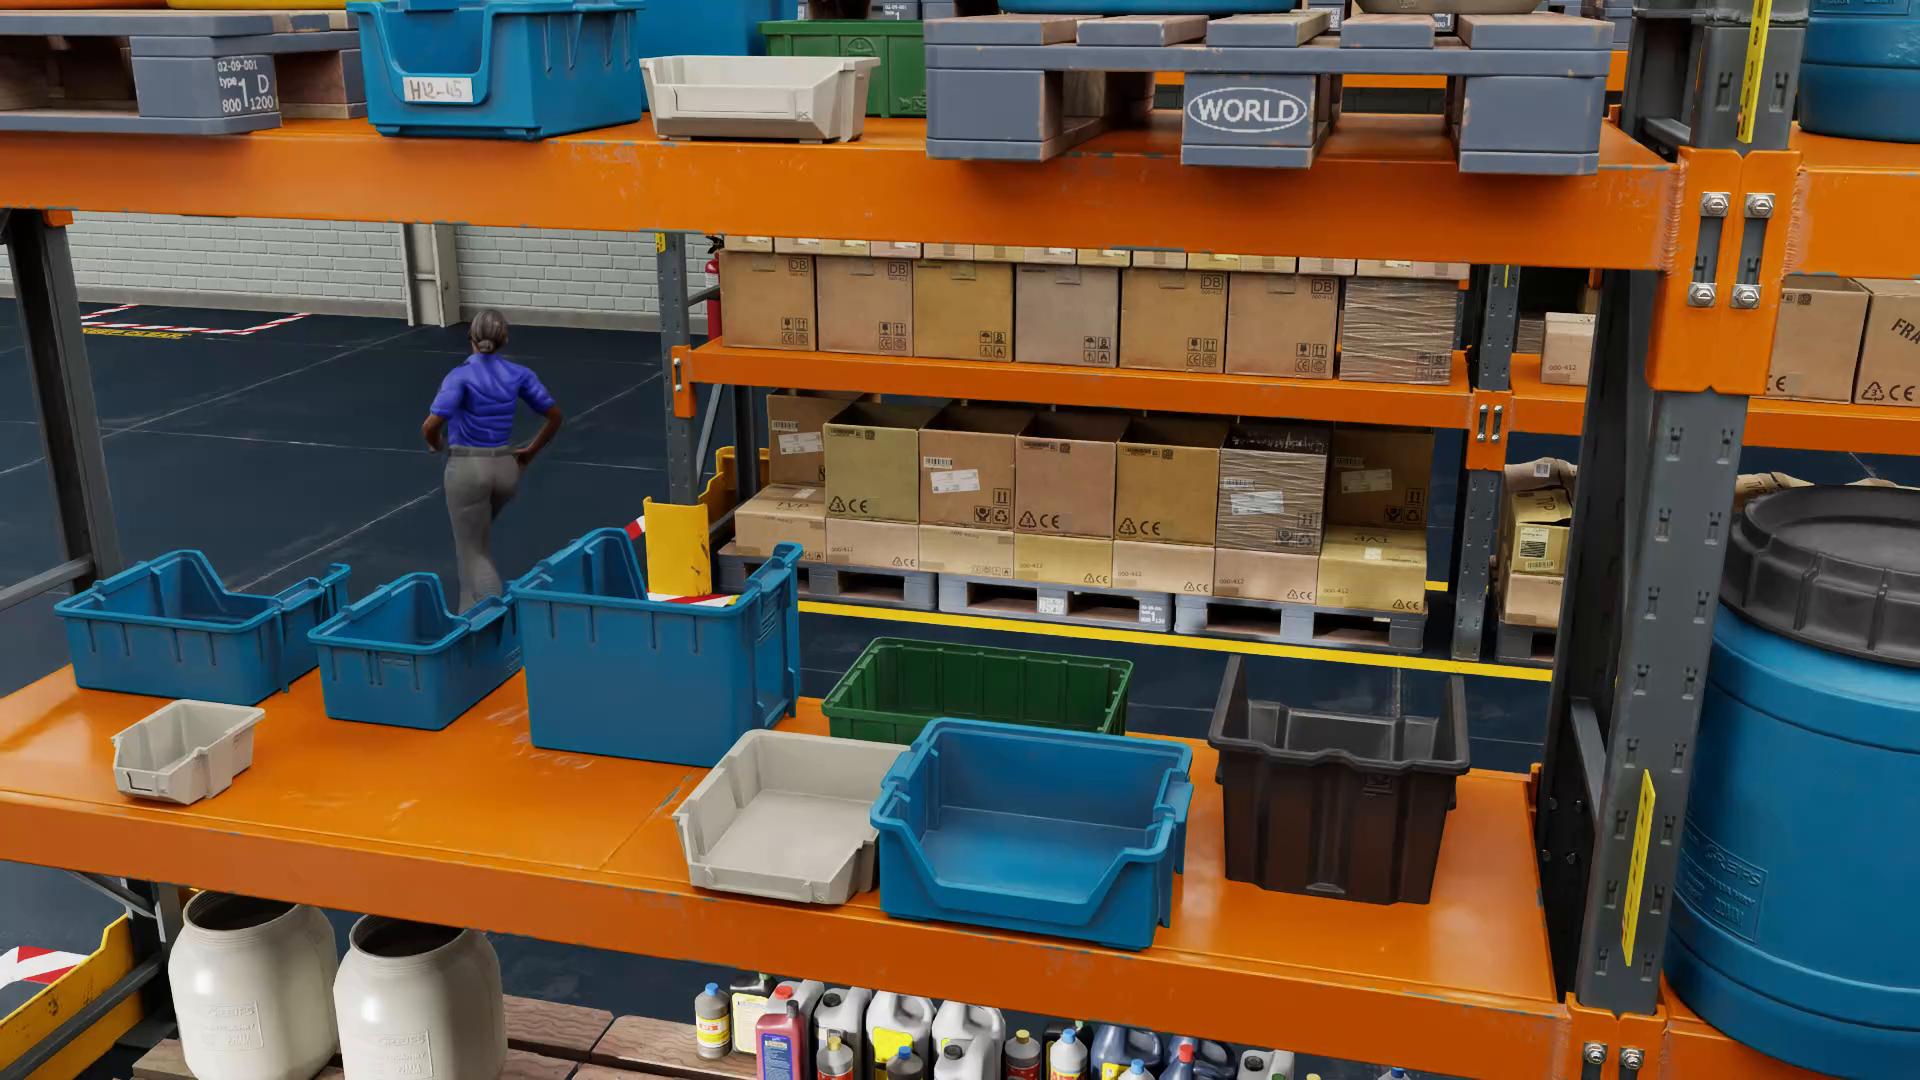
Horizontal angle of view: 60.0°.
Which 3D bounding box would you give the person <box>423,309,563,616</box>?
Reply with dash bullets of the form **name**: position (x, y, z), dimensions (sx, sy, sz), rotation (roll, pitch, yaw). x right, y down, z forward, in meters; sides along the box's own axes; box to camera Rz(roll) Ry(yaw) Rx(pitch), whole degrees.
- **person**: position (-2.252, -0.263, 7.917), dimensions (0.635, 1.676, 0.651), rotation (14, 23, 36)
